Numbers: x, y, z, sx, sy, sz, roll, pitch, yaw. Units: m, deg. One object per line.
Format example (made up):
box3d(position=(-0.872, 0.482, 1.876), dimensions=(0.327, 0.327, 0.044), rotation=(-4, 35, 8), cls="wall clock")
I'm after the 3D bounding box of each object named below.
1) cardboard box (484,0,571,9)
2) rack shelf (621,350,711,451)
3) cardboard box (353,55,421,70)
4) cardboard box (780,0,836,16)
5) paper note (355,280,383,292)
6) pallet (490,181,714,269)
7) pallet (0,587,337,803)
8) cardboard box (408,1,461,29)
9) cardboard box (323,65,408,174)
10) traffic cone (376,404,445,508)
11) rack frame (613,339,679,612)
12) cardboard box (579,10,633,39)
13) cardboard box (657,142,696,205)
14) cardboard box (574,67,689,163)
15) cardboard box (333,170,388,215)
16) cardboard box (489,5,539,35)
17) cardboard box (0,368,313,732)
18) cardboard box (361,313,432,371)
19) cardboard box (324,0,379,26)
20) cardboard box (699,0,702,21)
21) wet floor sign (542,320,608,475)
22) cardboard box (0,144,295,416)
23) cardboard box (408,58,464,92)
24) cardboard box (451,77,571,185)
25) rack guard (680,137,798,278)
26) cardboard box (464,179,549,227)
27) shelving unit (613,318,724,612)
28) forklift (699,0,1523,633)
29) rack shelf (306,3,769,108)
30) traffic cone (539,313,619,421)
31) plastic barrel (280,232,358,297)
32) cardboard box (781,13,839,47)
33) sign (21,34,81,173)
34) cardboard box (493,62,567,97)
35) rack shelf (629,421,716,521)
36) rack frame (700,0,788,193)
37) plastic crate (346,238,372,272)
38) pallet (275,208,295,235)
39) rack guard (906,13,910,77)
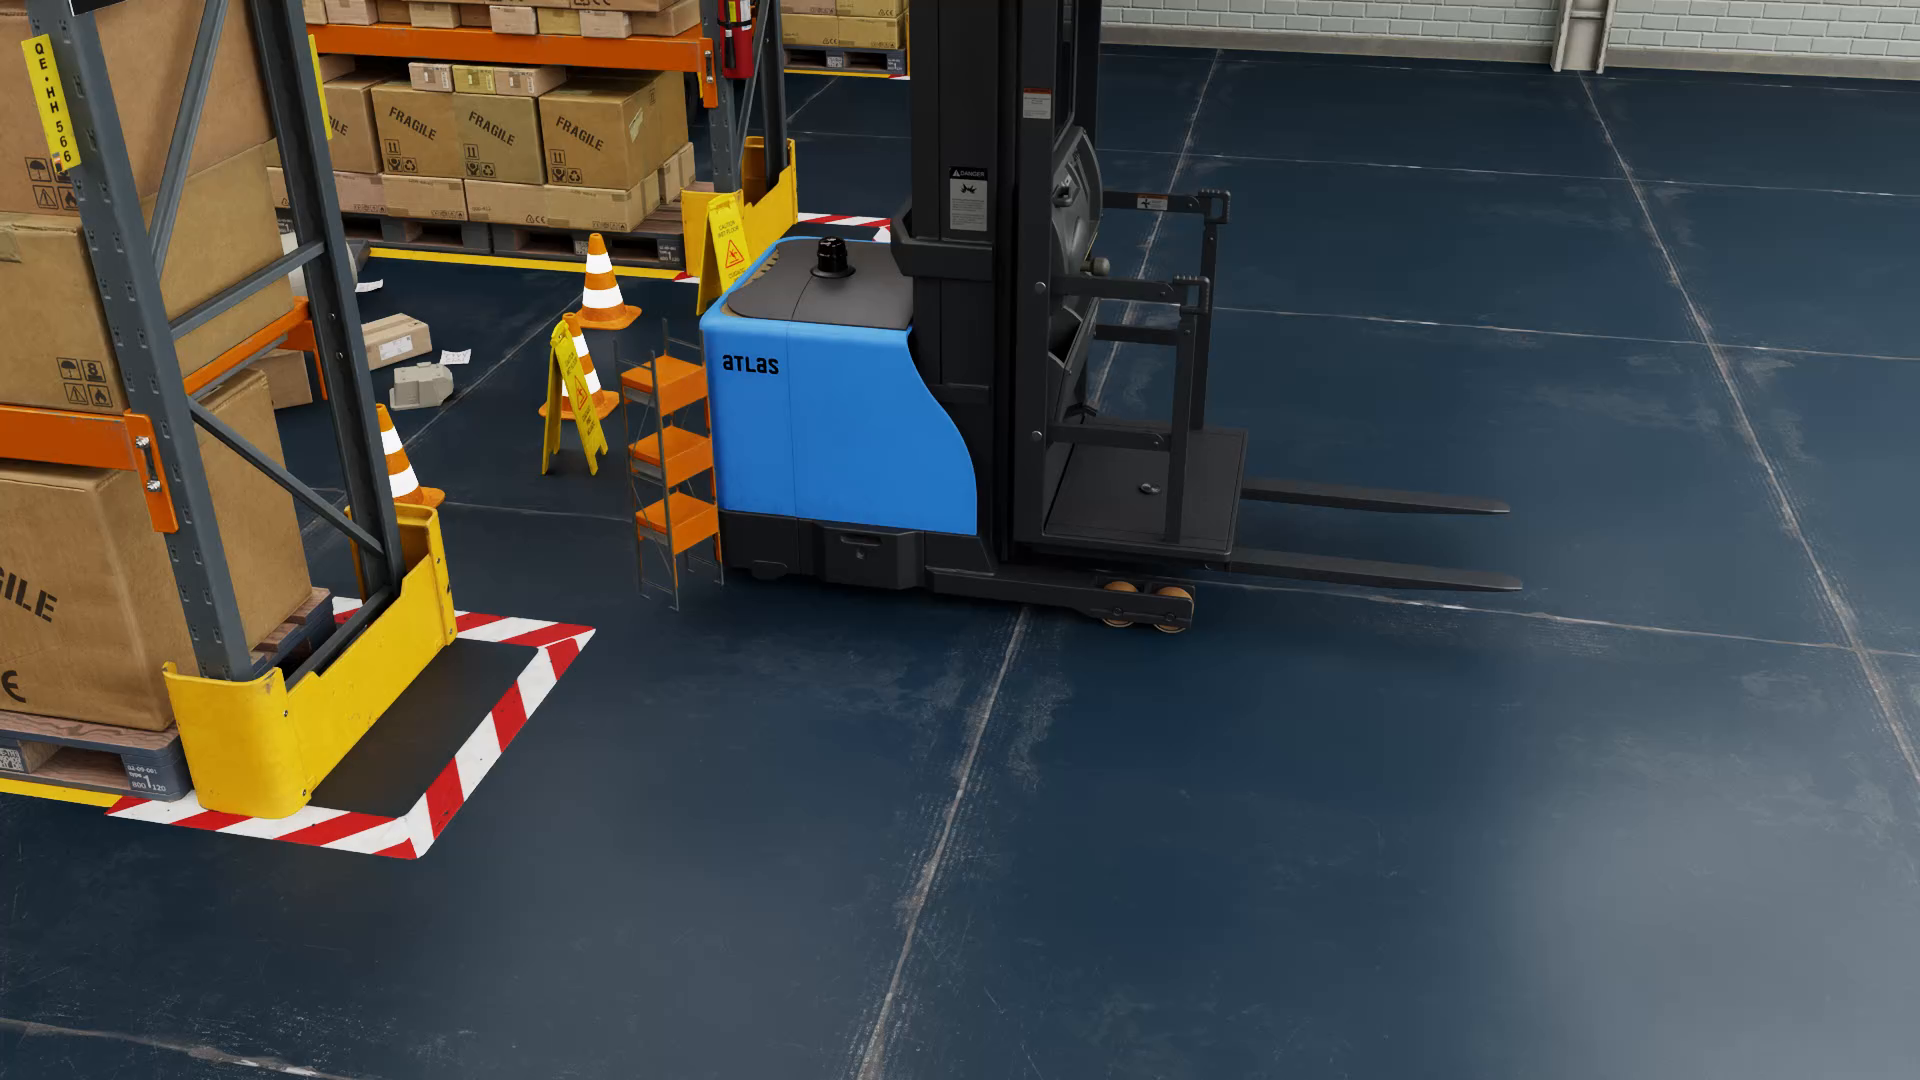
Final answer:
box3d(position=(-2.292, -3.222, 9.099), dimensions=(0.500, 0.500, 0.500), rotation=(6, 29, 11), cls="cardboard box")
box3d(position=(-1.069, -0.508, 6.015), dimensions=(0.215, 0.259, 0.240), rotation=(19, 34, 31), cls="rack shelf")
box3d(position=(-3.495, -2.745, 10.285), dimensions=(0.500, 0.500, 0.500), rotation=(7, 30, 13), cls="cardboard box")
box3d(position=(-1.211, -4.557, 13.855), dimensions=(0.500, 0.250, 0.500), rotation=(6, 29, 10), cls="cardboard box")
box3d(position=(-3.320, -1.427, 9.325), dimensions=(0.148, 0.019, 0.142), rotation=(-4, 29, -7), cls="paper note")
box3d(position=(-2.076, -1.953, 10.098), dimensions=(1.213, 0.211, 1.003), rotation=(6, 29, 11), cls="pallet")
box3d(position=(-2.948, 0.444, 5.720), dimensions=(1.213, 0.211, 1.003), rotation=(6, 29, 11), cls="pallet")
box3d(position=(-2.890, -2.993, 9.355), dimensions=(0.250, 0.149, 0.380), rotation=(6, 29, 10), cls="cardboard box")
box3d(position=(-3.573, -2.492, 9.823), dimensions=(0.500, 0.500, 0.500), rotation=(7, 30, 13), cls="cardboard box")
box3d(position=(-2.372, -0.343, 6.895), dimensions=(0.334, 0.463, 0.336), rotation=(6, 29, 11), cls="traffic cone")
box3d(position=(-1.141, -0.221, 6.060), dimensions=(0.200, 1.050, 0.008), rotation=(19, 34, 31), cls="rack frame")
box3d(position=(-1.896, -2.871, 9.132), dimensions=(0.250, 0.149, 0.380), rotation=(6, 29, 10), cls="cardboard box")
box3d(position=(-1.946, -2.260, 10.180), dimensions=(0.500, 0.250, 0.500), rotation=(6, 29, 10), cls="cardboard box")
box3d(position=(-1.969, -2.591, 10.004), dimensions=(0.500, 0.500, 0.500), rotation=(5, 29, 9), cls="cardboard box")
box3d(position=(-3.562, -2.164, 10.005), dimensions=(0.500, 0.250, 0.500), rotation=(5, 29, 10), cls="cardboard box")
box3d(position=(-2.400, -2.918, 9.218), dimensions=(0.250, 0.149, 0.380), rotation=(6, 29, 11), cls="cardboard box")
box3d(position=(-2.826, -0.025, 5.448), dimensions=(0.875, 0.875, 0.875), rotation=(6, 29, 11), cls="cardboard box")
box3d(position=(-2.918, -1.003, 8.427), dimensions=(0.250, 0.149, 0.380), rotation=(23, 36, 36), cls="cardboard box")
box3d(position=(-3.384, -3.035, 9.431), dimensions=(0.250, 0.149, 0.380), rotation=(6, 29, 10), cls="cardboard box")
box3d(position=(-1.504, -3.092, 9.535), dimensions=(0.250, 0.149, 0.380), rotation=(6, 29, 11), cls="cardboard box")
box3d(position=(-1.708, -0.630, 7.229), dimensions=(0.232, 0.644, 0.267), rotation=(1, 29, 2), cls="wet floor sign")
box3d(position=(-2.522, -0.818, 4.964), dimensions=(0.550, 0.550, 0.875), rotation=(6, 29, 11), cls="cardboard box")
box3d(position=(-2.928, -2.679, 9.490), dimensions=(0.250, 0.149, 0.380), rotation=(7, 29, 13), cls="cardboard box")
box3d(position=(-2.564, -2.386, 9.630), dimensions=(0.500, 0.500, 0.500), rotation=(7, 29, 12), cls="cardboard box")
box3d(position=(-1.289, -1.982, 9.850), dimensions=(0.348, 0.500, 1.175), rotation=(6, 29, 11), cls="rack guard")
box3d(position=(-2.566, -2.059, 9.814), dimensions=(0.500, 0.250, 0.500), rotation=(6, 29, 11), cls="cardboard box")
box3d(position=(-1.069, -0.268, 6.146), dimensions=(0.215, 1.050, 0.252), rotation=(19, 34, 31), cls="shelving unit")
box3d(position=(0.609, -1.223, 5.932), dimensions=(3.031, 2.935, 1.130), rotation=(6, 29, 11), cls="forklift")
box3d(position=(-3.170, -2.956, 9.774), dimensions=(4.000, 0.370, 1.077), rotation=(6, 29, 11), cls="rack shelf")
box3d(position=(-1.804, -0.840, 7.802), dimensions=(0.334, 0.463, 0.336), rotation=(6, 29, 11), cls="traffic cone")
box3d(position=(-3.551, -1.437, 8.934), dimensions=(0.512, 0.421, 0.421), rotation=(-21, 35, -33), cls="plastic barrel")
box3d(position=(-1.191, -4.333, 13.968), dimensions=(0.500, 0.250, 0.500), rotation=(6, 29, 11), cls="cardboard box")
box3d(position=(-2.276, -1.094, 4.173), dimensions=(0.005, 0.325, 0.100), rotation=(6, 29, 11), cls="sign")
box3d(position=(-2.426, -2.625, 9.392), dimensions=(0.250, 0.149, 0.380), rotation=(7, 29, 12), cls="cardboard box")
box3d(position=(-1.069, -0.259, 6.151), dimensions=(0.215, 0.259, 0.240), rotation=(19, 34, 31), cls="rack shelf")
box3d(position=(-1.215, -3.071, 9.235), dimensions=(0.127, 3.000, 1.000), rotation=(6, 29, 11), cls="rack frame")
box3d(position=(-3.762, -1.649, 9.678), dimensions=(0.583, 0.080, 0.402), rotation=(-4, 29, -7), cls="plastic crate")
box3d(position=(-4.462, -2.198, 10.545), dimensions=(1.213, 0.211, 1.003), rotation=(6, 29, 11), cls="pallet")
box3d(position=(-0.158, -4.303, 14.090), dimensions=(0.348, 0.500, 1.175), rotation=(6, 29, 11), cls="rack guard")
